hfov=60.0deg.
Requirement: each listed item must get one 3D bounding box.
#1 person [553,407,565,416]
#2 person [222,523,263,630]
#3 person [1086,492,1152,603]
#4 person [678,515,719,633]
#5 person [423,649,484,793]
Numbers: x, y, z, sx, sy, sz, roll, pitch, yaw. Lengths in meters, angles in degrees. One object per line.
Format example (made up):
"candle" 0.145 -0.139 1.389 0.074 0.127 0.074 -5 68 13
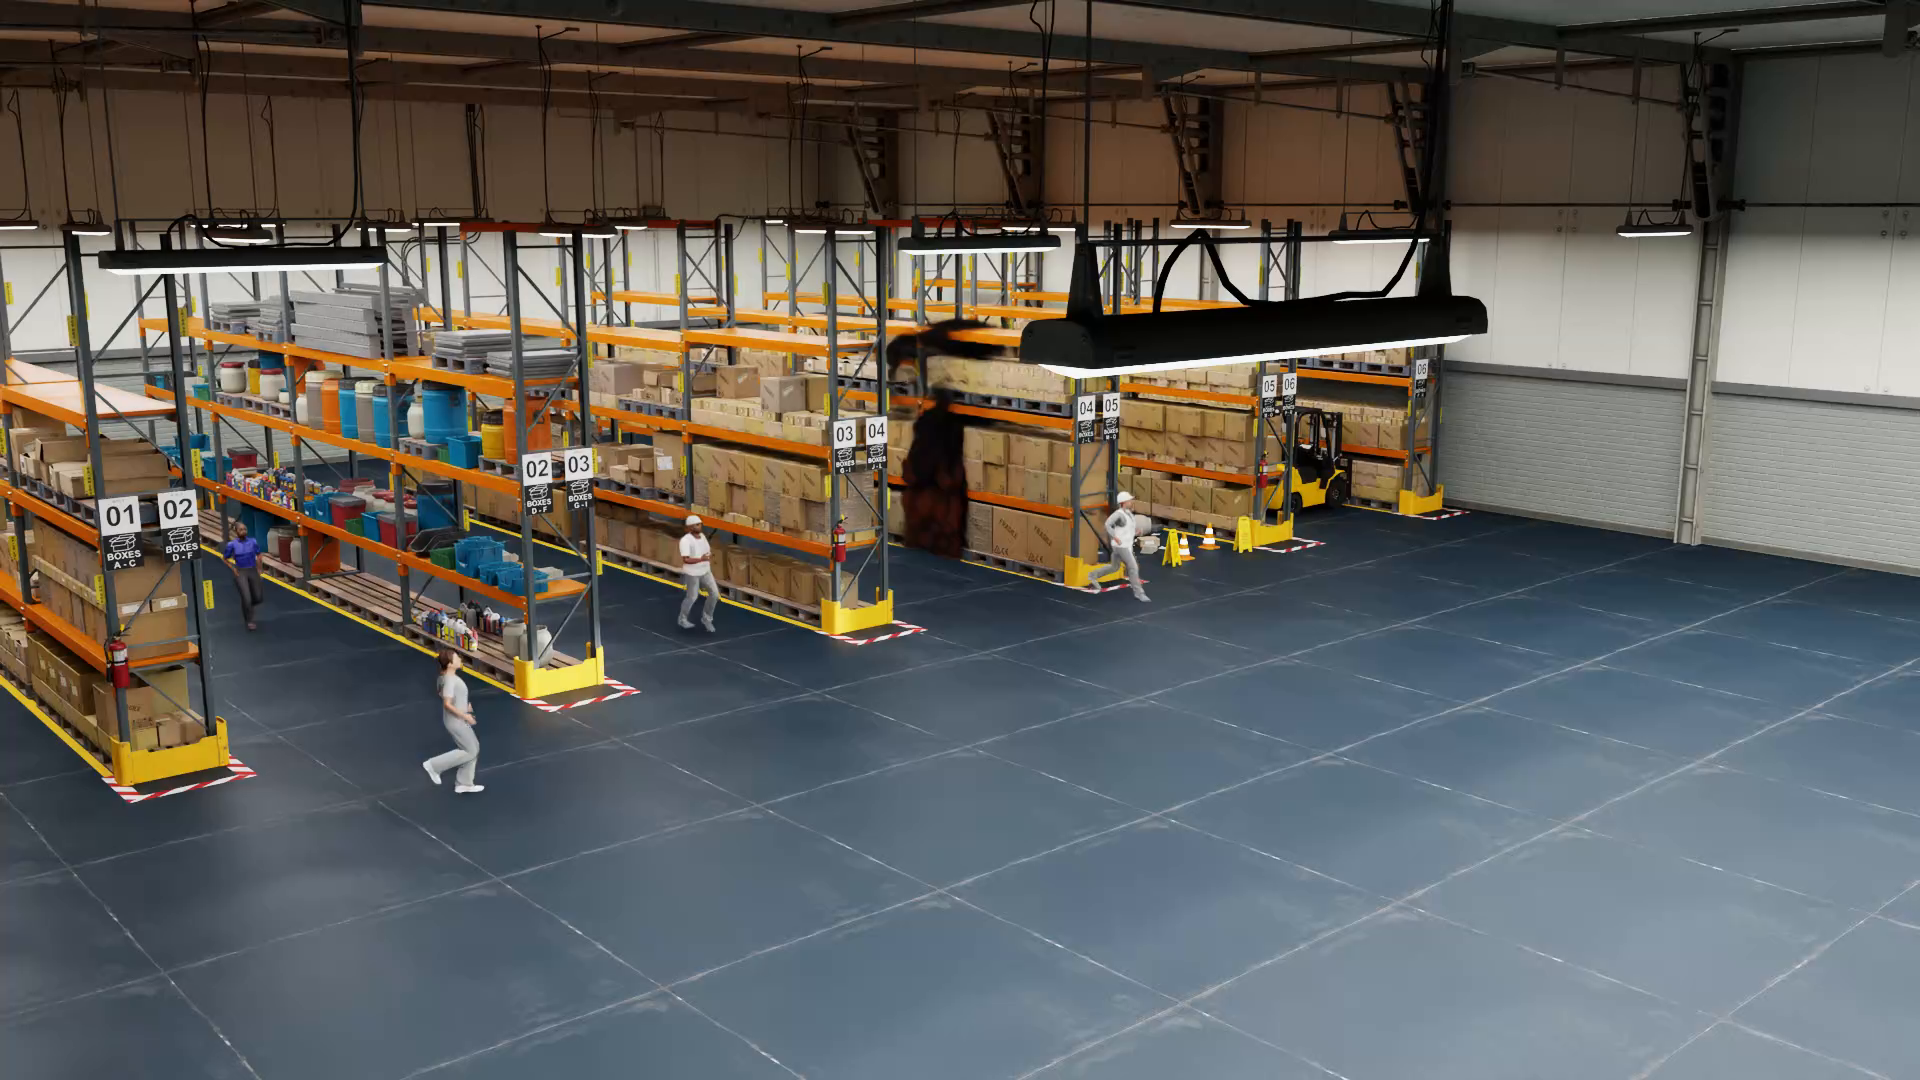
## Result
"person" -9.467 -2.365 39.083 0.743 1.741 0.941 -2 12 -7
"person" -10.838 0.529 25.187 0.576 1.604 0.592 -9 15 -39
"person" 2.585 0.099 26.963 1.098 1.804 0.614 2 12 11
"person" -3.915 0.519 24.868 0.739 1.815 0.668 8 14 33
"person" -5.522 1.974 18.025 0.612 1.631 0.570 -5 12 -22
